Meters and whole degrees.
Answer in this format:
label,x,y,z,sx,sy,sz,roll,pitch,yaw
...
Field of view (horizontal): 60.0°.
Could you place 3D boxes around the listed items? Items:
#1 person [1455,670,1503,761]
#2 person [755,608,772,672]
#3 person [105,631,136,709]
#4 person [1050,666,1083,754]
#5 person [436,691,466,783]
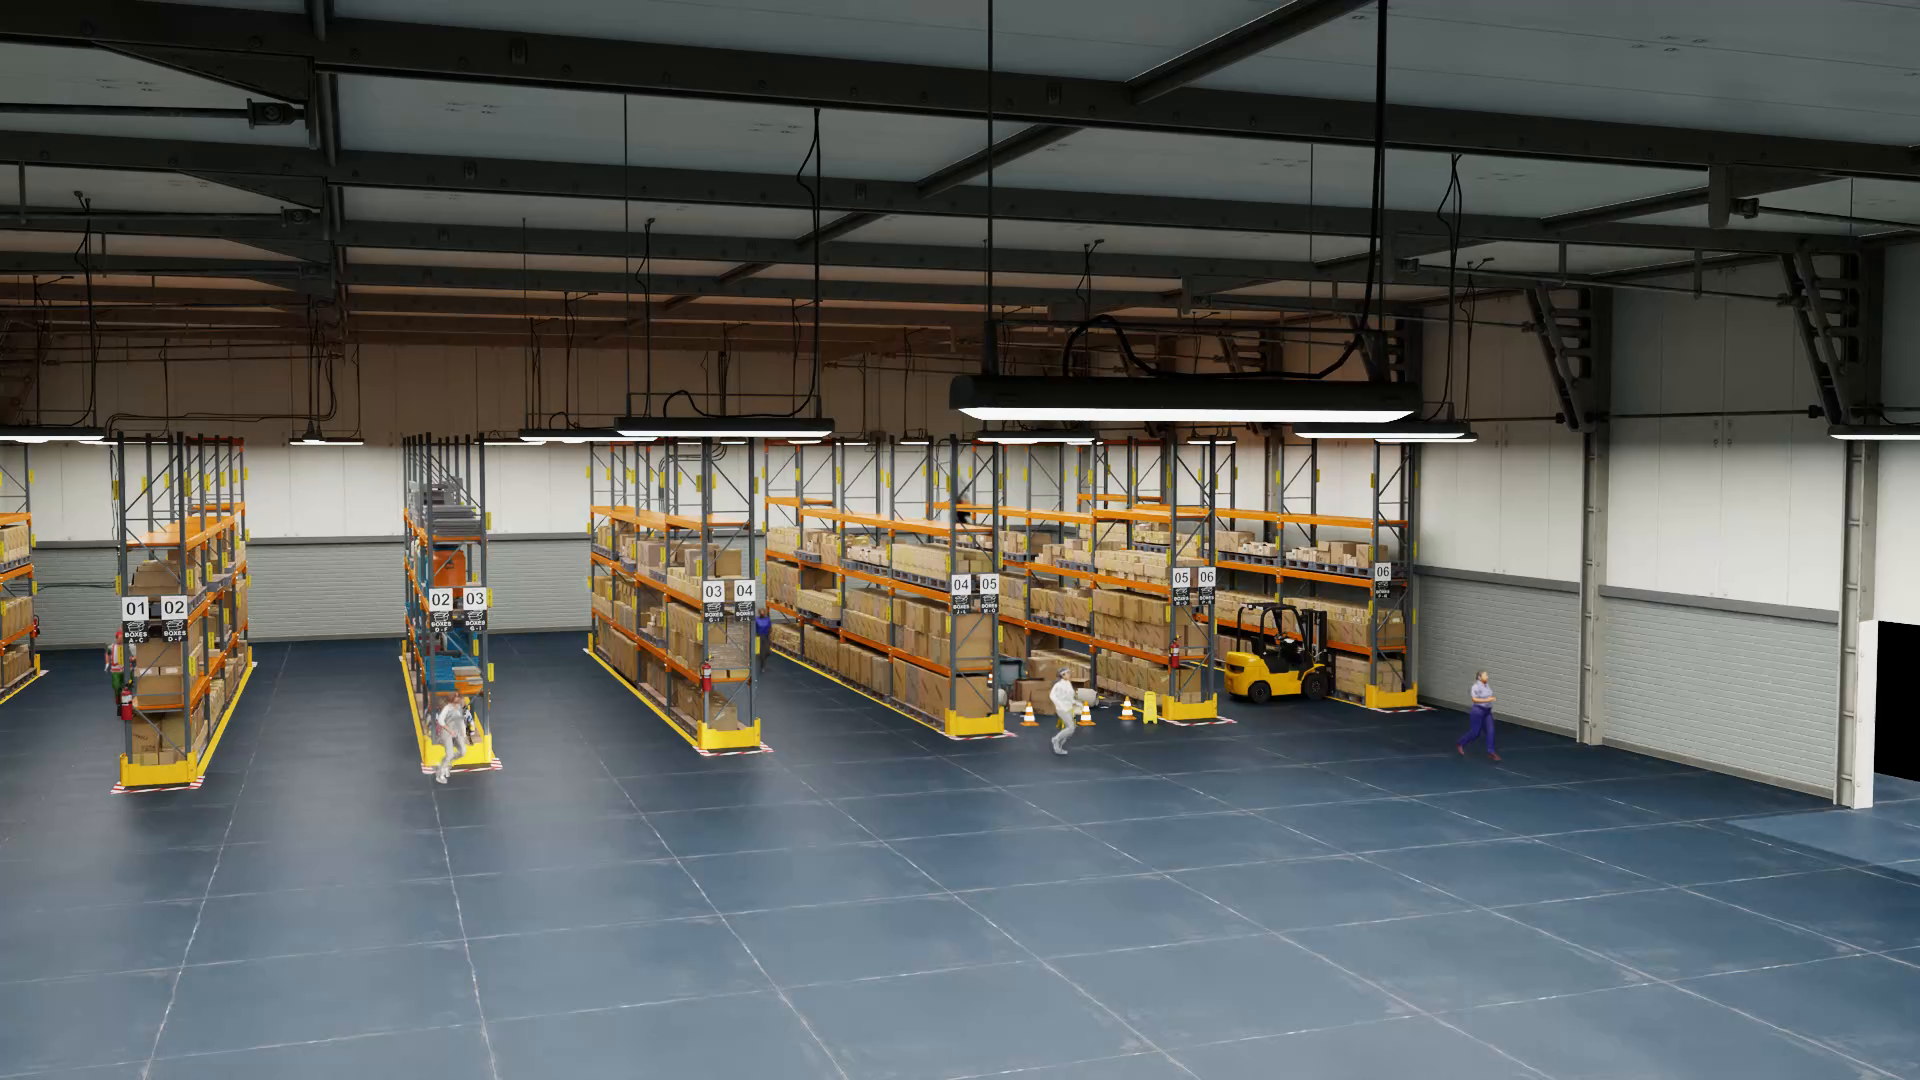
label,x,y,z,sx,sy,sz,roll,pitch,yaw
person,9.529,3.190,30.479,0.637,1.638,0.907,-3,4,-42
person,-5.092,2.550,42.657,0.587,1.626,0.580,-2,3,-25
person,-17.939,2.825,35.594,0.662,1.770,0.993,-1,3,-21
person,1.993,3.176,30.984,0.526,1.640,0.591,2,4,26
person,-8.719,3.374,28.623,0.478,1.552,0.600,1,3,24
